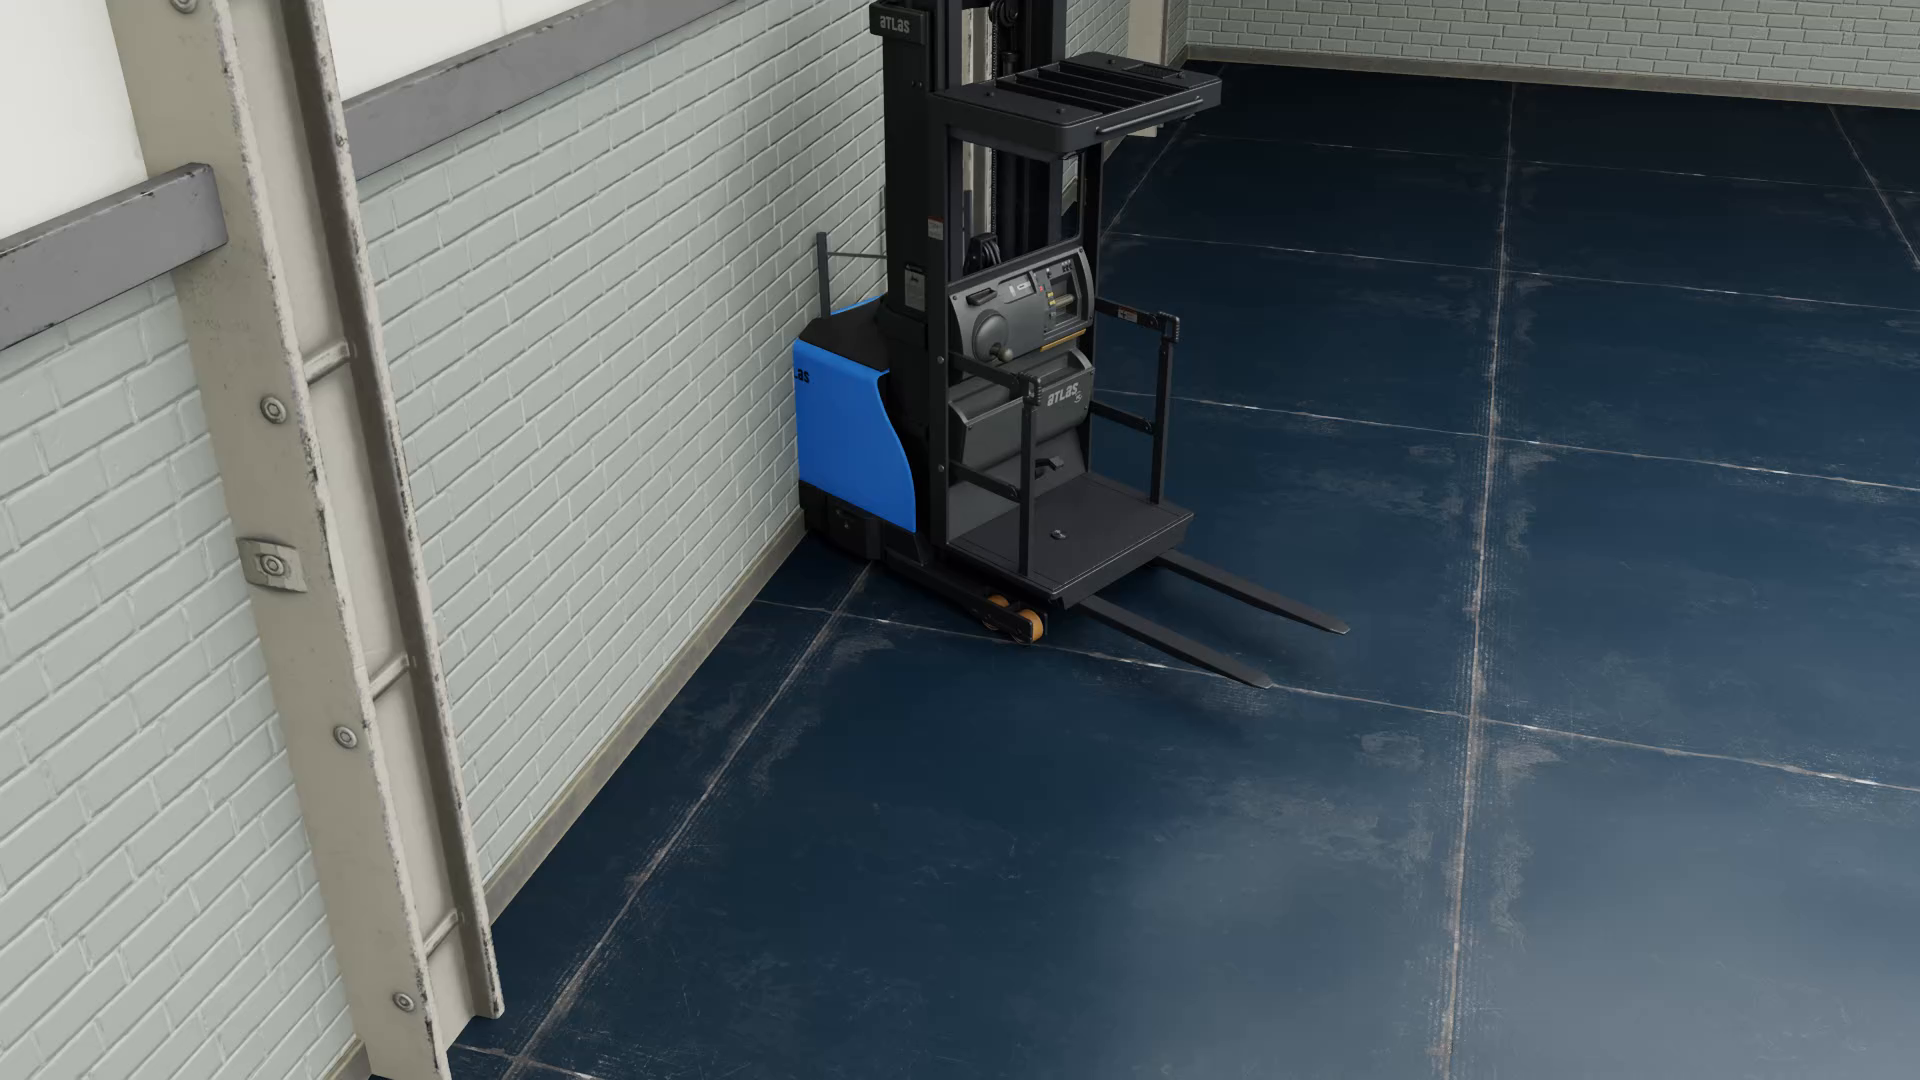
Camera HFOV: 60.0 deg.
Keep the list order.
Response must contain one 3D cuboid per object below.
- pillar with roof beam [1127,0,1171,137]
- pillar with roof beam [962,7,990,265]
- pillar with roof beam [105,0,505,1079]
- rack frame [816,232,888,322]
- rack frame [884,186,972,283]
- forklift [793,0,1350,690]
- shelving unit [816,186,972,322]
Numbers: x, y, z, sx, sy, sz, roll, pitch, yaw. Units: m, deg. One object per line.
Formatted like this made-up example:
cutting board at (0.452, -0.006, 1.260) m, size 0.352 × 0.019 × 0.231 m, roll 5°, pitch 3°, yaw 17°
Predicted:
pillar with roof beam at (5.846, -7.190, 12.418) m, size 9.100 × 9.000 × 0.400 m, roll 8°, pitch 30°, yaw 15°
pillar with roof beam at (4.085, -4.401, 7.405) m, size 9.100 × 9.000 × 0.400 m, roll 8°, pitch 30°, yaw 15°
pillar with roof beam at (2.324, -1.613, 2.393) m, size 9.100 × 9.000 × 0.400 m, roll 8°, pitch 30°, yaw 15°
rack frame at (-0.462, -0.839, 8.603) m, size 0.500 × 1.500 × 0.032 m, roll 6°, pitch 26°, yaw 16°
rack frame at (-0.165, -1.259, 9.480) m, size 0.500 × 1.500 × 0.032 m, roll 6°, pitch 26°, yaw 16°
forklift at (0.453, -1.071, 7.661) m, size 3.031 × 2.935 × 1.130 m, roll 25°, pitch 38°, yaw 37°
shelving unit at (-0.316, -1.045, 9.034) m, size 0.587 × 1.500 × 1.083 m, roll 6°, pitch 26°, yaw 16°
